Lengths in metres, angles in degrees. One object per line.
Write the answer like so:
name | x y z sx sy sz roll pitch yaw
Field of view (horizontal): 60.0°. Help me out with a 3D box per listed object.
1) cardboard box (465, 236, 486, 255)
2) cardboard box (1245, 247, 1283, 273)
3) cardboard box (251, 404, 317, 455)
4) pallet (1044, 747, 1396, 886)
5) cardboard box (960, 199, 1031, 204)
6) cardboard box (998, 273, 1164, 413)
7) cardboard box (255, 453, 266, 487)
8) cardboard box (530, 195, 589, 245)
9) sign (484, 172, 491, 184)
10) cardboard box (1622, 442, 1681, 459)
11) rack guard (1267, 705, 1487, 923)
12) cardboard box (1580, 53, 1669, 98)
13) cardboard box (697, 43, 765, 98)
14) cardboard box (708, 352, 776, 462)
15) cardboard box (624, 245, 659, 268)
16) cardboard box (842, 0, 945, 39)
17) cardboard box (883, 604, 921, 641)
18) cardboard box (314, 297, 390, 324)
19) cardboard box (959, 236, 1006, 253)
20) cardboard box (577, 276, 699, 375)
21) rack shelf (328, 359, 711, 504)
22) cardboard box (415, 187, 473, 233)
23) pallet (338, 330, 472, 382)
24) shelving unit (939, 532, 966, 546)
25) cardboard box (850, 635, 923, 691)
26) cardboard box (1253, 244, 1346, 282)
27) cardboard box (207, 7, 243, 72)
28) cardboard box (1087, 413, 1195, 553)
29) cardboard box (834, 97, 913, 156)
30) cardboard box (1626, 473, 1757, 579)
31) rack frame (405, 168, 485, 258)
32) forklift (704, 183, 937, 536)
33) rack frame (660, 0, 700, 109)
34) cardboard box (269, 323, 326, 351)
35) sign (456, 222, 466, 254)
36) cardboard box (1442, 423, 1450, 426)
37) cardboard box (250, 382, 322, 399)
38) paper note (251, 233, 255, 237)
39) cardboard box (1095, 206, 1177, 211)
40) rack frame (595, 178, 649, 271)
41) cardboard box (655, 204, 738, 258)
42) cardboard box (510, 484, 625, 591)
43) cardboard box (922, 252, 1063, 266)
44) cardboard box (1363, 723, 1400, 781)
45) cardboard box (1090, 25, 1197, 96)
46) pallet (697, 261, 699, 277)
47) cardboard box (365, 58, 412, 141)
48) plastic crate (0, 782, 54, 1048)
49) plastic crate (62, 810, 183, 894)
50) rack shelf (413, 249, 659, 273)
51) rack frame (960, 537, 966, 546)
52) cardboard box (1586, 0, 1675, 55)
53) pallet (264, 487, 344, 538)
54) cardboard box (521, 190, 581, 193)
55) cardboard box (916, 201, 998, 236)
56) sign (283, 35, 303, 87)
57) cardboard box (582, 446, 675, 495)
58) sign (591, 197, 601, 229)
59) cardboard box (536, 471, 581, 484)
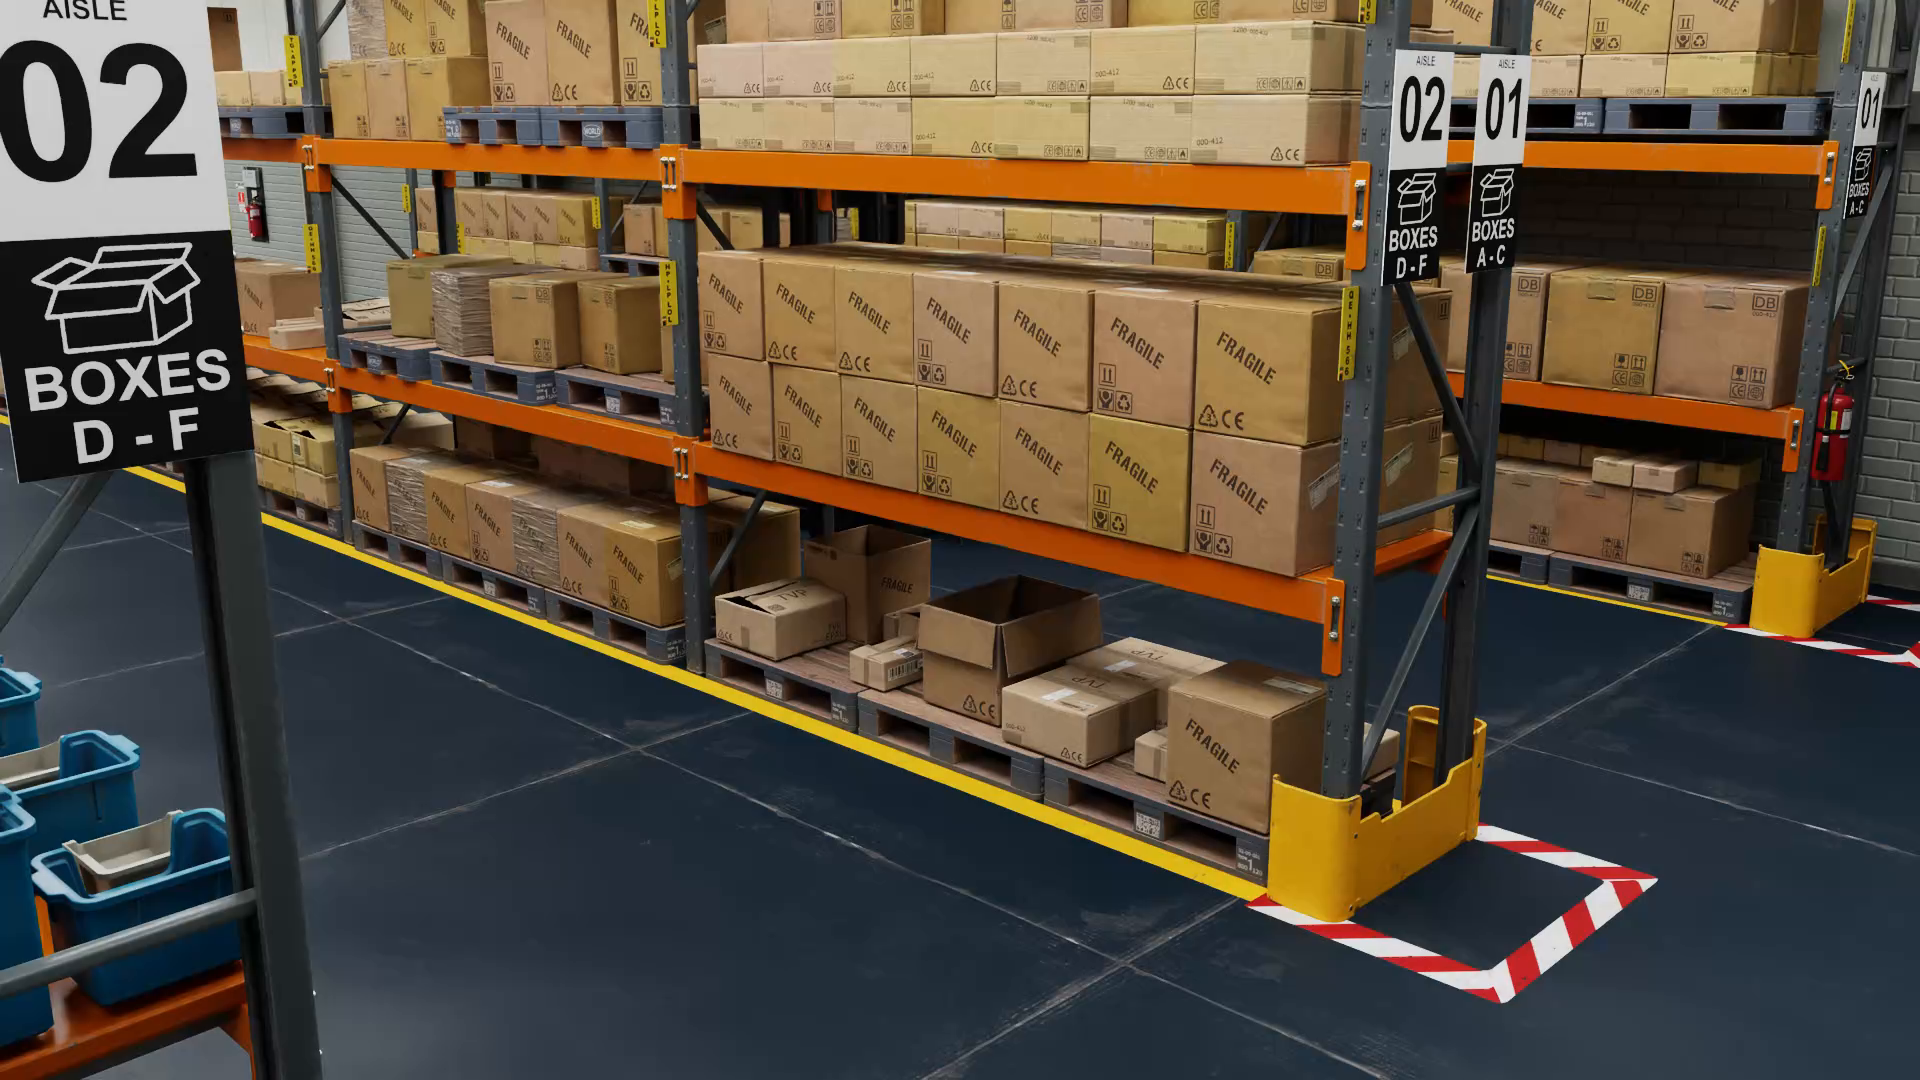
cardboard box | -5.440 -3.424 19.383 0.500 0.250 0.500 13 20 41
cardboard box | 2.165 -2.037 12.973 0.500 0.500 0.500 13 19 40
cardboard box | -5.282 -0.879 12.863 0.500 0.311 0.500 13 20 42
pallet | 1.135 1.088 7.338 1.213 0.211 1.003 14 20 42
cardboard box | 0.318 -2.850 14.606 0.500 0.250 0.500 13 19 40
cardboard box | 0.513 -0.847 7.053 0.500 0.500 0.500 -14 20 -43
cardboard box | -5.276 -0.608 12.935 0.500 0.250 0.500 -14 20 -43
cardboard box | -4.356 -3.522 18.270 0.500 0.500 0.500 14 20 42
sign | -5.918 -4.619 20.788 0.005 0.325 0.100 14 20 42
cardboard box | 4.491 -0.523 10.830 0.250 0.149 0.380 14 20 42
rack guard | 1.710 1.087 6.767 0.348 0.500 1.175 14 20 42
cardboard box | 4.114 -2.810 10.085 0.500 0.250 0.500 13 19 40
cardboard box | -0.937 -2.300 8.166 0.500 0.250 0.500 14 20 42
cardboard box | -0.937 -0.719 8.543 0.500 0.500 0.500 -14 20 -43
cardboard box | -3.628 -3.167 18.396 0.500 0.250 0.500 14 20 43
cardboard box | -0.112 -2.515 7.505 0.500 0.500 0.700 14 20 42
cardboard box | -0.196 0.461 8.996 0.250 0.149 0.380 14 20 42
cardboard box | -4.504 -1.658 12.521 0.500 0.311 0.500 13 20 42
cardboard box | 0.341 -2.299 13.978 0.500 0.500 0.500 14 20 42
cardboard box | -1.840 -1.293 9.914 0.700 0.500 0.500 -11 18 -35
rack shelf | -2.554 -0.811 10.522 4.000 0.370 1.077 14 20 42
cardboard box | -6.183 -3.971 19.993 0.500 0.500 0.500 14 20 42
pallet | -3.458 -1.310 11.392 1.003 0.211 1.213 14 20 42
shelving unit | 0.008 -0.433 11.811 0.210 0.900 0.258 13 19 41
cardboard box | -0.333 0.612 8.383 0.250 0.166 0.380 14 20 42
cardboard box | 2.700 -1.756 12.127 0.700 0.700 0.980 14 20 43
cardboard box | -6.031 -3.944 13.146 0.500 0.500 0.500 -12 19 -39
cardboard box | 0.878 -0.276 6.846 0.500 0.500 0.500 14 20 43
cardboard box | -0.220 -1.882 7.554 0.500 0.250 0.500 14 20 42
cardboard box | 4.627 -0.107 10.517 0.500 0.500 0.700 14 20 42
rack frame | -6.318 -3.809 20.601 0.127 3.000 1.000 14 20 42
forklift | -1.203 -1.689 12.602 3.031 2.935 1.130 13 19 40
rack frame | -1.115 -3.712 8.331 0.127 3.000 1.000 14 20 42
cardboard box | -4.833 -1.495 12.218 0.250 0.149 0.380 14 20 42
sign | -3.624 -2.131 12.023 0.005 0.325 0.100 14 20 42
cardboard box | 3.574 -0.746 11.684 0.250 0.149 0.380 14 20 43
cardboard box | -5.647 -1.157 13.930 0.500 0.311 0.500 14 20 42
paper note | -11.365 -4.950 26.728 0.142 0.148 0.016 14 20 42
cardboard box | 1.425 -2.579 13.564 0.500 0.250 0.500 13 19 40
rack frame | -3.438 -3.109 17.914 0.127 3.000 1.000 14 20 42
cardboard box | -2.698 -3.176 17.100 0.700 0.500 0.500 -12 19 -39
cardboard box | -2.380 -0.022 10.154 0.500 0.500 0.500 14 20 43
cardboard box | 0.162 -1.122 8.109 0.500 0.500 0.500 14 20 43
cardboard box | 1.702 0.922 7.226 0.250 0.149 0.380 14 20 42
cardboard box | 0.858 -1.861 6.482 0.500 0.250 0.500 14 20 42
pallet | -2.012 -2.655 16.553 1.213 0.211 1.003 14 20 42
cardboard box | -3.290 -2.849 10.771 0.500 0.500 0.910 14 20 42
plastic crate | -2.047 0.719 3.036 0.499 0.435 0.616 14 20 42
plastic crate | -1.799 0.714 3.647 0.298 0.136 0.250 14 20 42
rack shelf | -4.878 -3.111 19.348 4.000 0.370 1.077 14 20 42
rack frame | 0.084 -0.416 11.745 0.006 0.900 0.240 13 19 41
cardboard box | 4.131 -3.170 9.980 0.500 0.500 0.500 -14 20 -43
pallet | -4.560 -0.311 12.706 1.213 0.211 1.003 14 20 42
cardboard box | -4.738 -3.797 19.327 0.500 0.500 0.500 14 20 43
cardboard box | -0.023 -2.753 14.235 0.500 0.250 0.500 13 20 41
sign | -4.385 -3.150 10.940 0.005 0.325 0.100 14 20 42
cardboard box | -2.014 -0.479 10.419 0.500 0.250 0.500 14 20 42
sign | -3.809 -3.428 17.422 0.005 0.325 0.100 14 20 42
cardboard box | -2.404 -0.210 10.873 0.500 0.500 0.500 13 19 40
